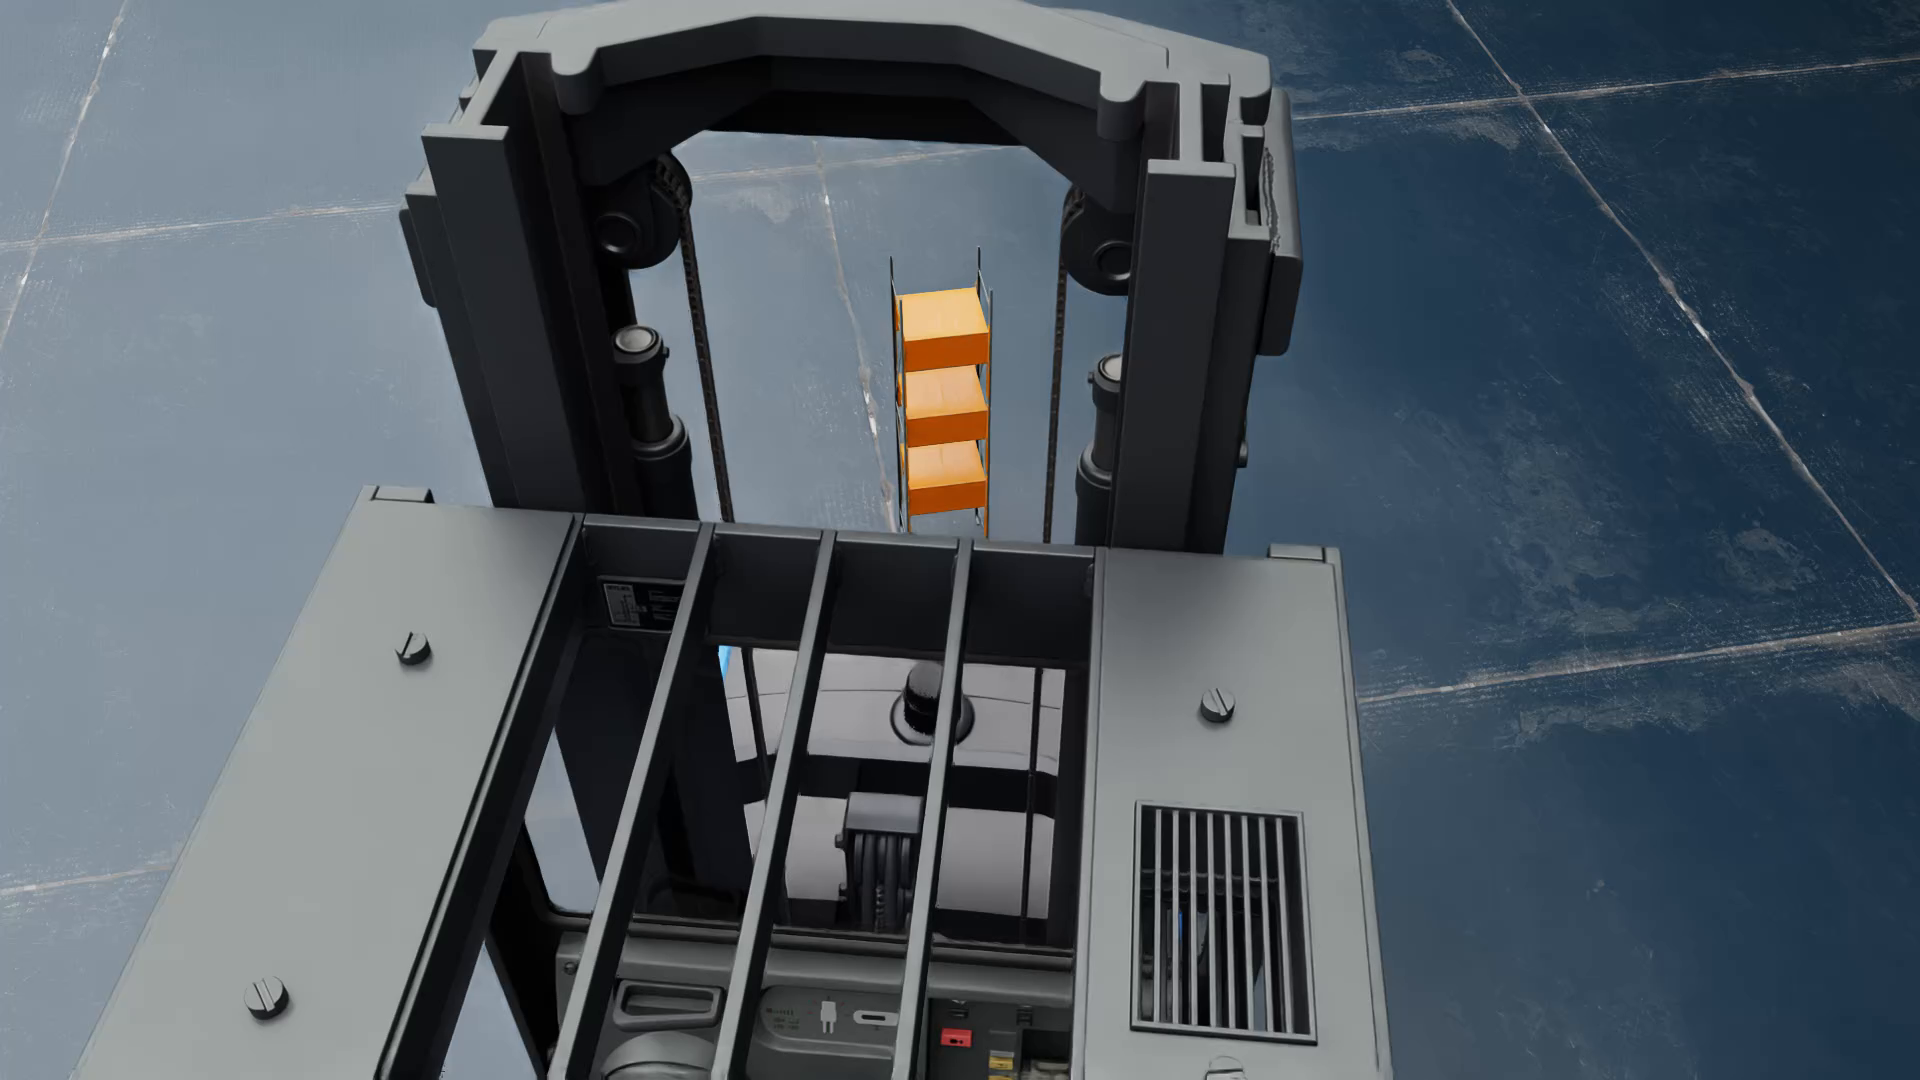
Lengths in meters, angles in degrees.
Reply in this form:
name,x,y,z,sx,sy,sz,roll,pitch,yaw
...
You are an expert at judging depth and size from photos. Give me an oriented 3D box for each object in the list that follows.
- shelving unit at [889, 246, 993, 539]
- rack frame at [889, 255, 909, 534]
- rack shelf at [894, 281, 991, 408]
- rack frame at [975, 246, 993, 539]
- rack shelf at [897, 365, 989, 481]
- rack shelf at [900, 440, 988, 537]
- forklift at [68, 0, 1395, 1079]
name,x,y,z,sx,sy,sz,roll,pitch,yaw
shelving unit,-0.053,-0.358,4.866,0.252,1.050,0.215,-7,46,-7
rack frame,-0.173,-0.343,4.851,0.008,1.050,0.200,-7,46,-7
rack shelf,-0.053,-0.547,4.669,0.240,0.259,0.215,-7,46,-7
rack frame,0.067,-0.373,4.880,0.008,1.050,0.200,-7,46,-7
rack shelf,-0.053,-0.350,4.873,0.240,0.259,0.215,-7,46,-7
rack shelf,-0.053,-0.158,5.073,0.240,0.259,0.215,-7,46,-7
forklift,-0.156,0.904,2.344,1.130,2.935,3.031,4,46,4
